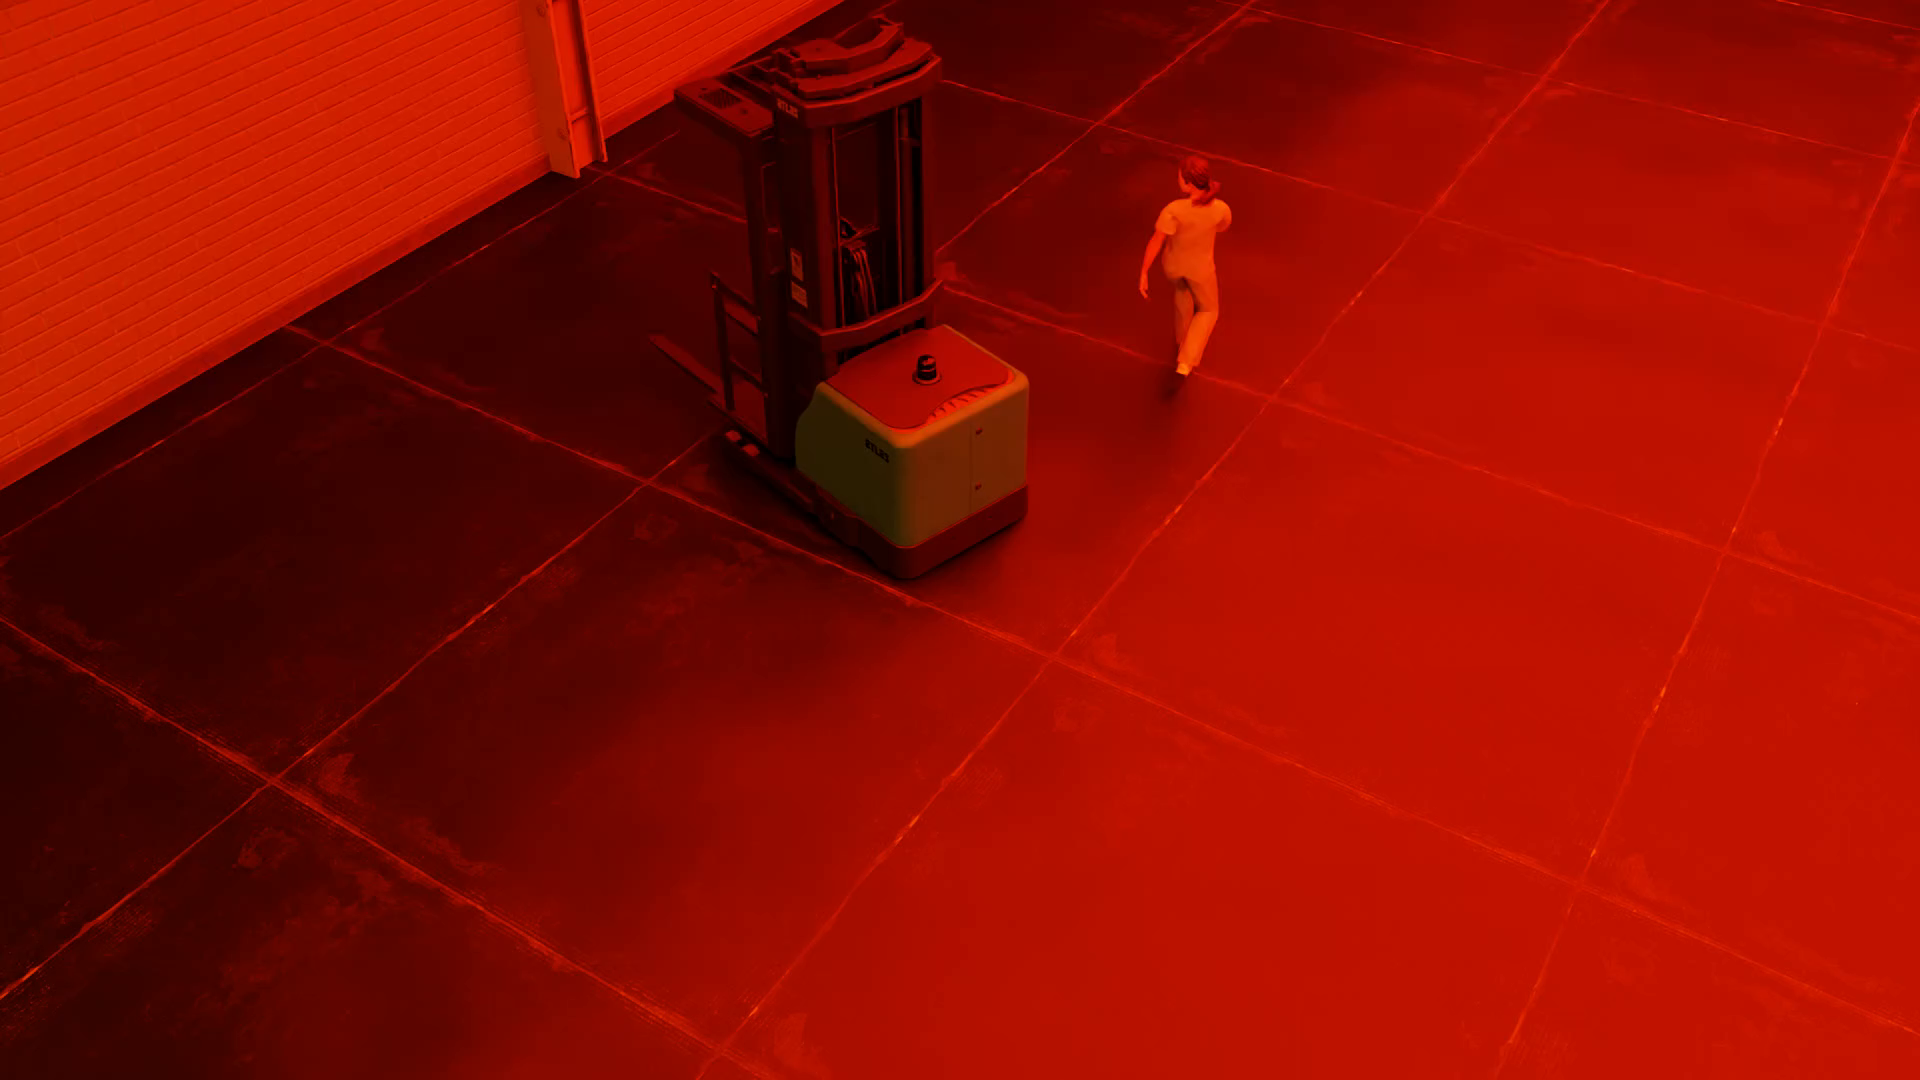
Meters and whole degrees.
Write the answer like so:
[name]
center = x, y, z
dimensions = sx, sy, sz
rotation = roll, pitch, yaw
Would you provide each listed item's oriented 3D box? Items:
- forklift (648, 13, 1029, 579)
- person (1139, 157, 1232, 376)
[forklift]
center = -0.924, -1.765, 10.050
dimensions = 1.130, 2.935, 3.031
rotation = -29, 48, -30
[person]
center = 1.534, -1.856, 11.219
dimensions = 0.496, 1.583, 0.774
rotation = 13, 42, 15
